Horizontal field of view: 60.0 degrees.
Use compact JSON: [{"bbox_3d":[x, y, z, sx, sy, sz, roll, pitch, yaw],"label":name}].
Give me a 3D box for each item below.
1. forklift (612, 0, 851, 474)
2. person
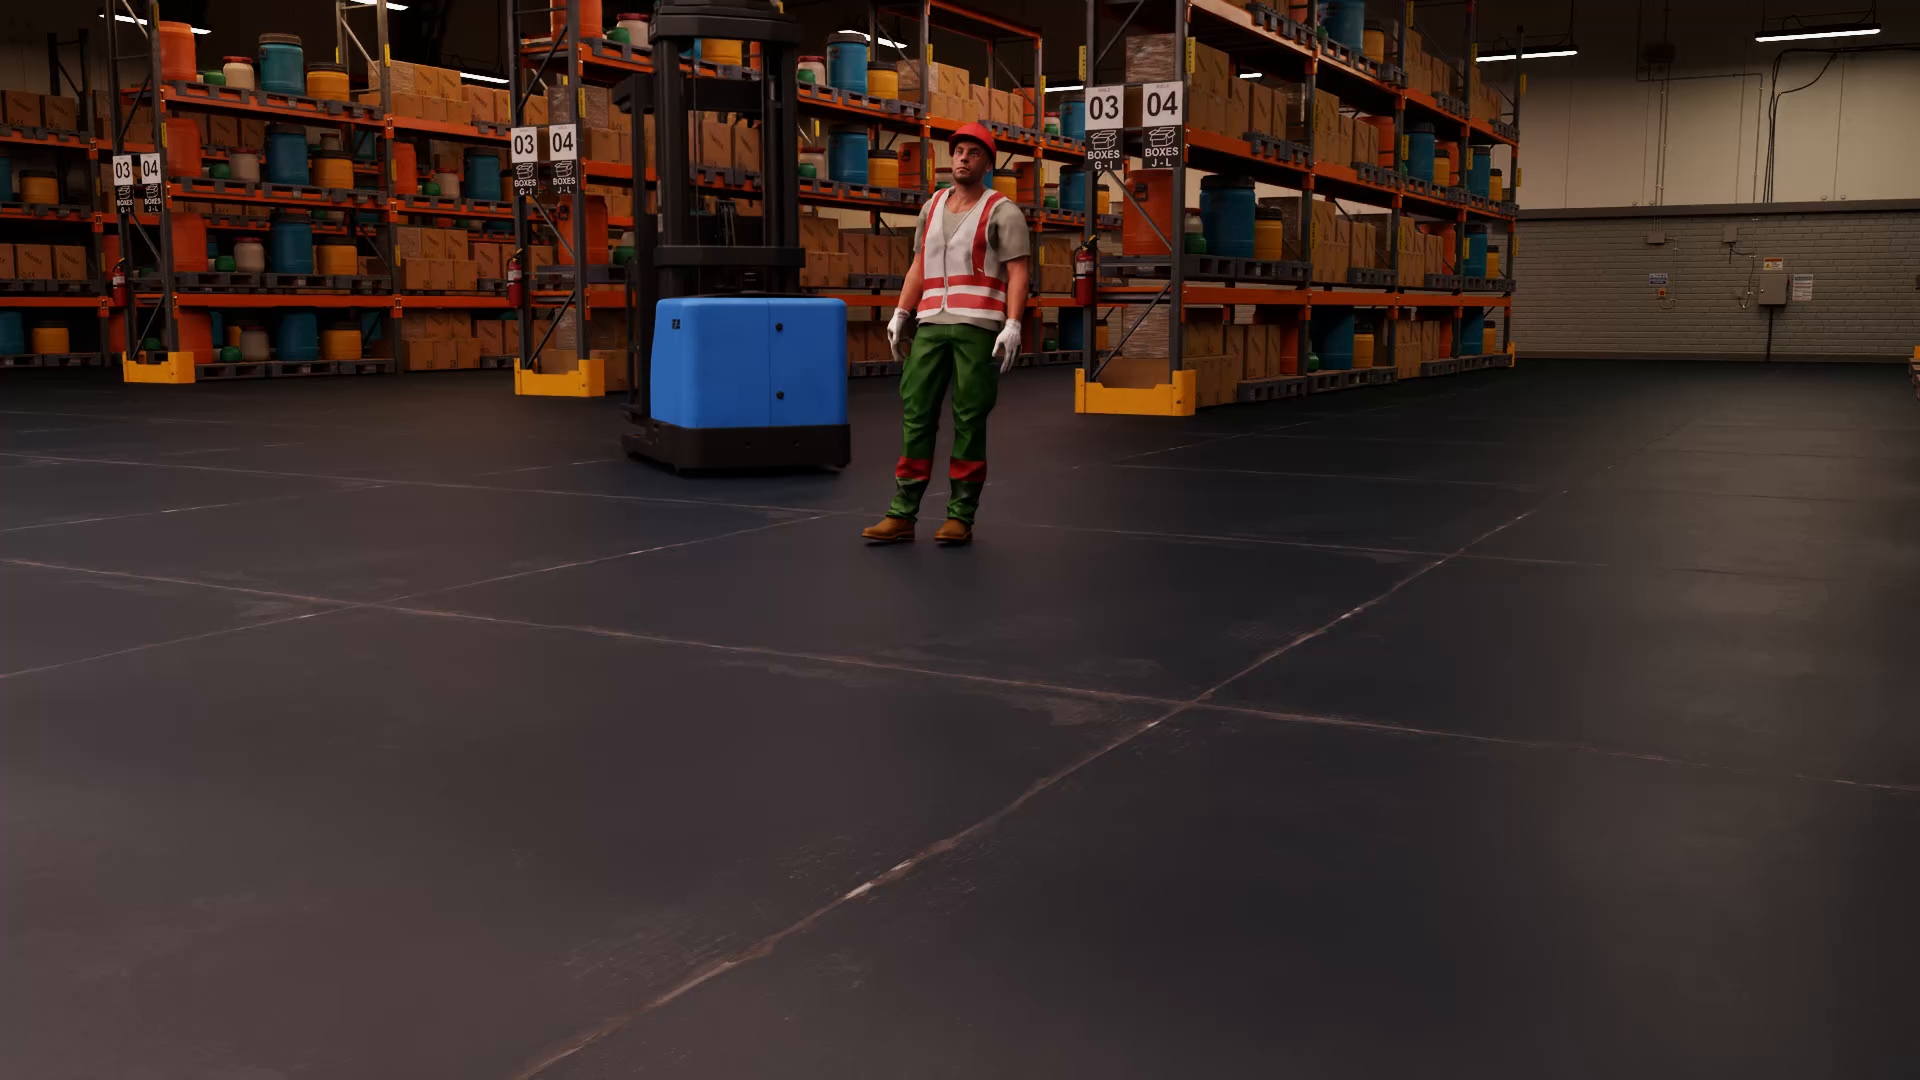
[{"bbox_3d":[-1.692,-2.015,11.194,1.130,2.935,3.031,-3,8,-22],"label":"forklift"},{"bbox_3d":[-0.049,-0.884,7.126,0.638,1.789,0.562,4,9,29],"label":"person"}]
